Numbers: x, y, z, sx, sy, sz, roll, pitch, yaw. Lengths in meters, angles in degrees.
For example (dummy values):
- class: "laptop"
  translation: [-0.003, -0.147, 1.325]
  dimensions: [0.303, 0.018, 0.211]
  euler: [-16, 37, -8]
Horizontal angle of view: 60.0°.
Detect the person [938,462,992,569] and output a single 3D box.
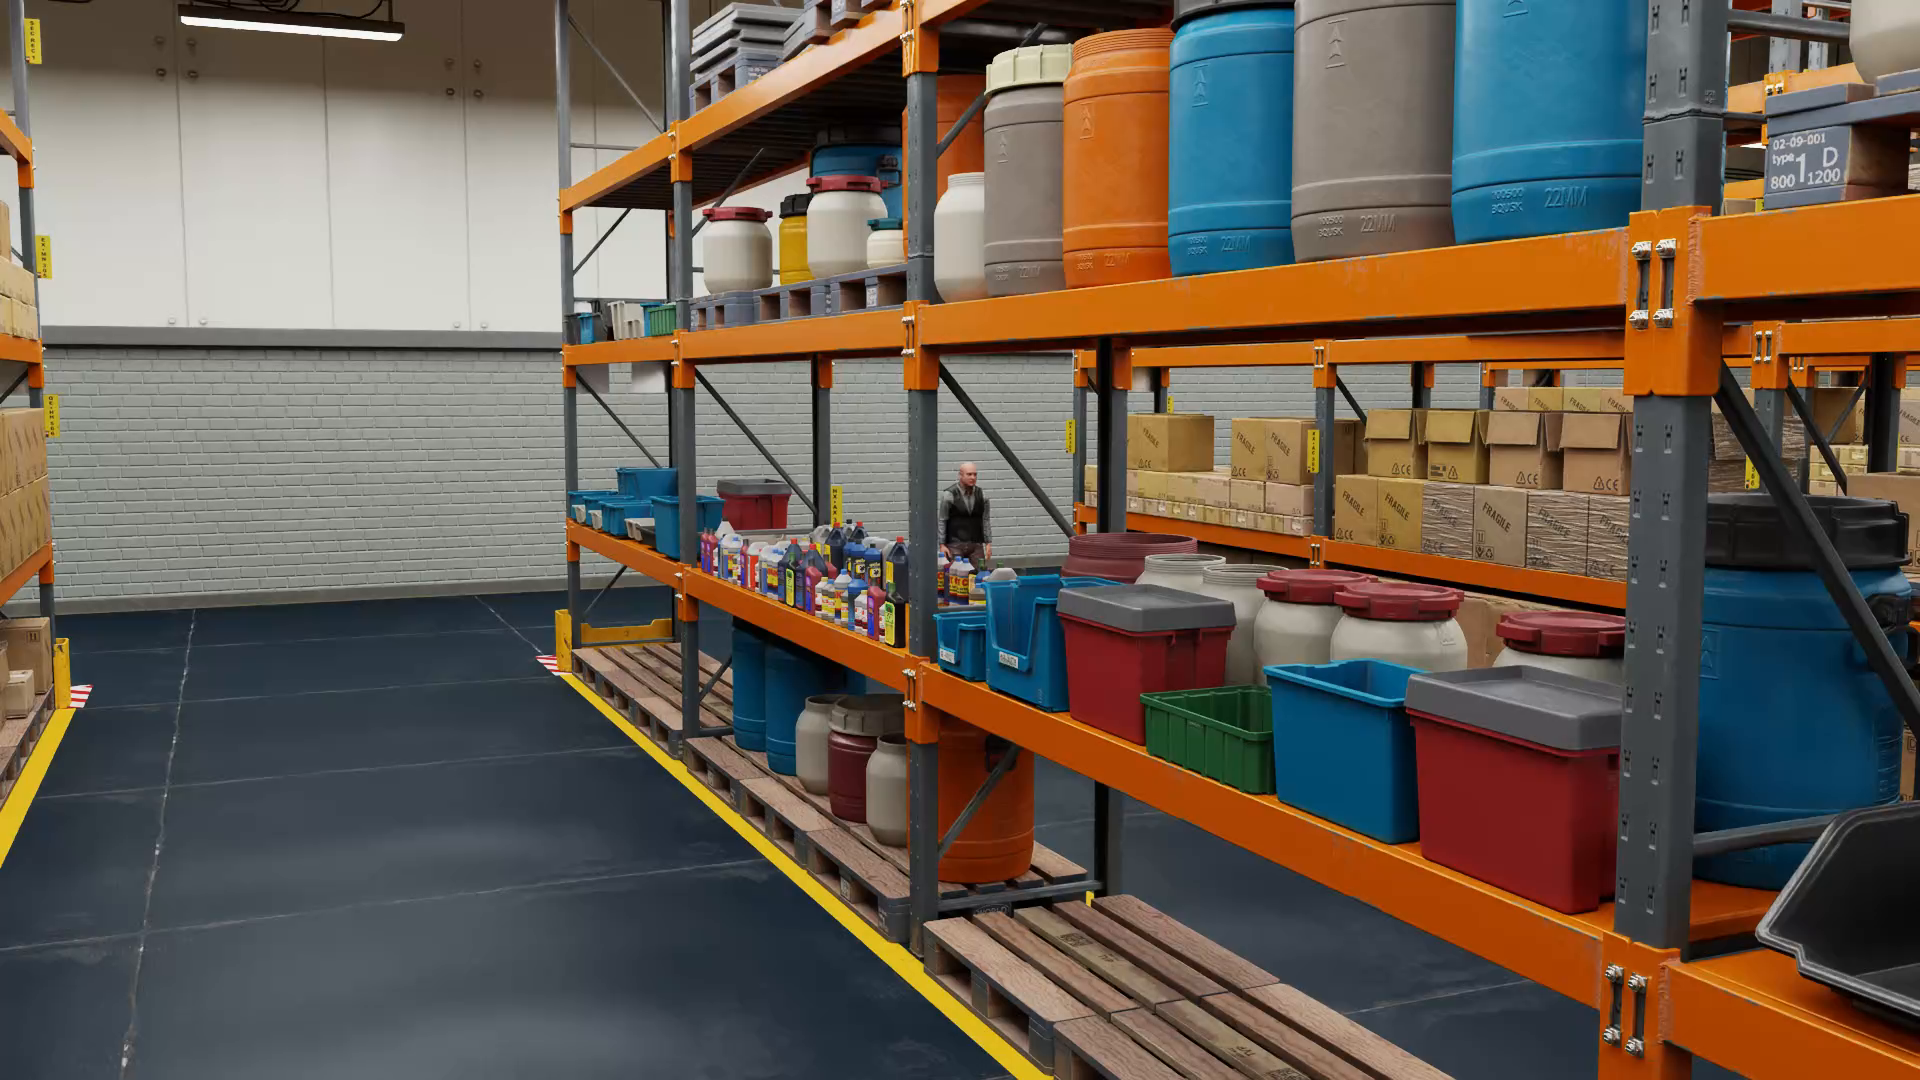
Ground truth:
- class: "person"
  translation: [0.038, 0.086, 16.456]
  dimensions: [0.581, 1.721, 0.419]
  euler: [-2, 6, -23]
